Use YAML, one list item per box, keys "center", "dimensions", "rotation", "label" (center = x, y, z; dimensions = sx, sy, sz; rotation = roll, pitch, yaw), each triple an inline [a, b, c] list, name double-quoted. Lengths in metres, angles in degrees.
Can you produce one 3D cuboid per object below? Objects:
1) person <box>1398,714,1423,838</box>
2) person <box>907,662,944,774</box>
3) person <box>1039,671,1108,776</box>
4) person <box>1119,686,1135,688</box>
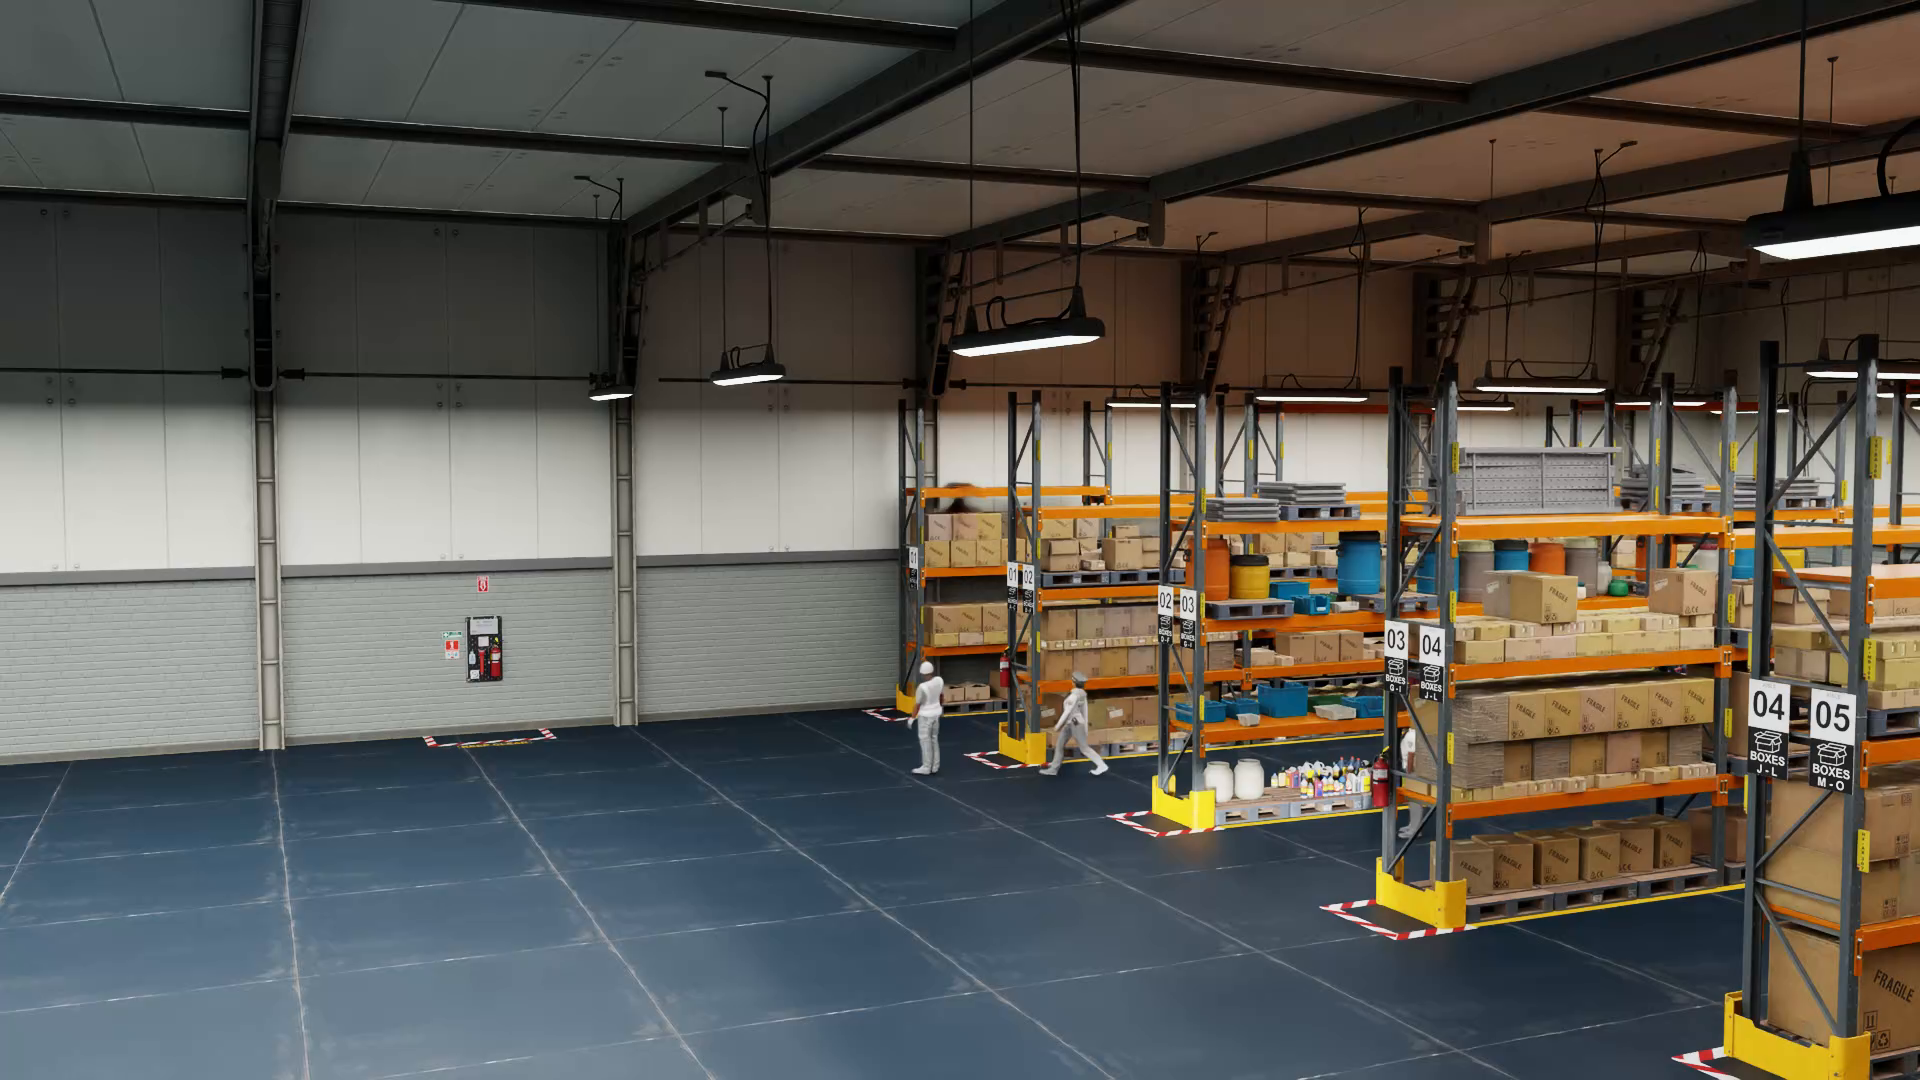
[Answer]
- center: [5.949, 3.033, 21.838]
  dimensions: [0.381, 1.700, 0.477]
  rotation: [1, 4, 18]
  label: "person"
- center: [-0.504, 2.756, 25.961]
  dimensions: [0.467, 1.769, 0.695]
  rotation: [2, 4, 35]
  label: "person"
- center: [1.762, 2.834, 25.623]
  dimensions: [1.034, 1.639, 0.448]
  rotation: [-1, 3, -9]
  label: "person"
- center: [2.984, 2.536, 30.605]
  dimensions: [1.025, 1.664, 0.653]
  rotation: [-2, 4, -31]
  label: "person"
